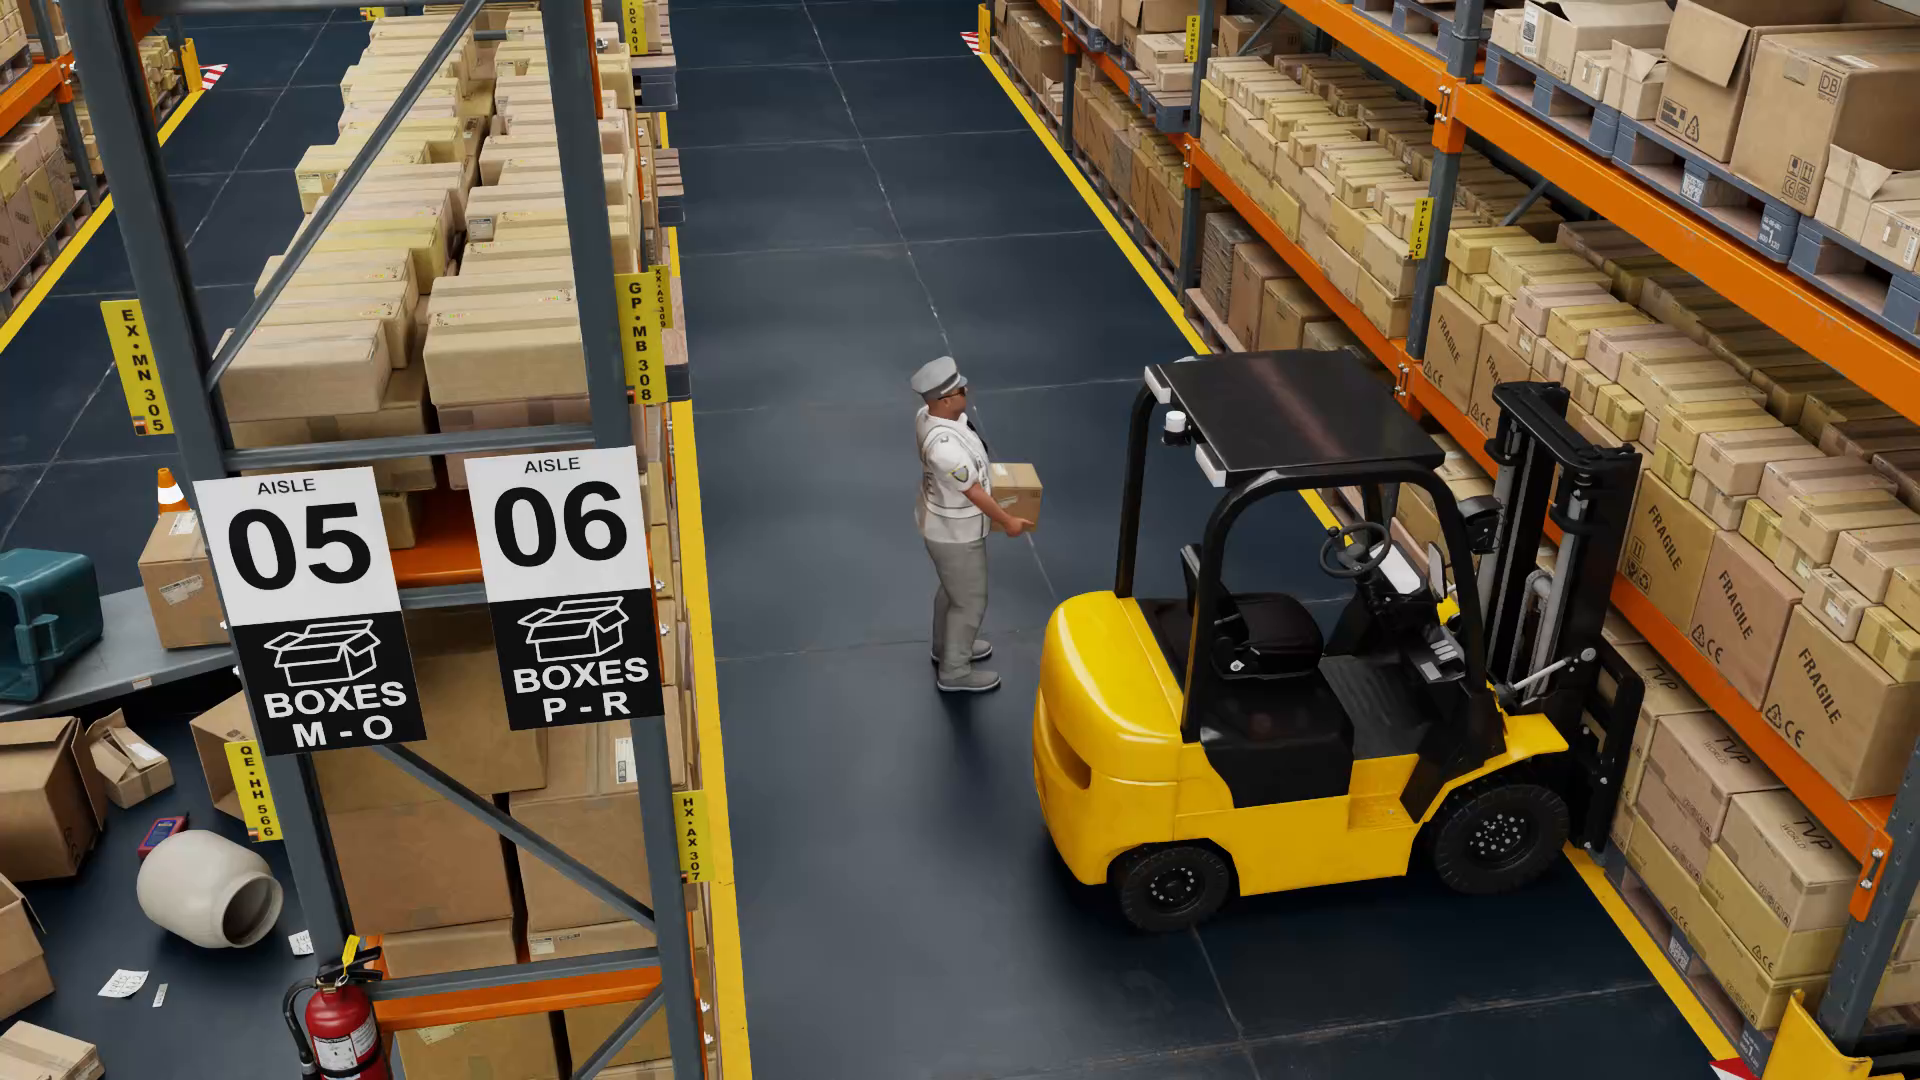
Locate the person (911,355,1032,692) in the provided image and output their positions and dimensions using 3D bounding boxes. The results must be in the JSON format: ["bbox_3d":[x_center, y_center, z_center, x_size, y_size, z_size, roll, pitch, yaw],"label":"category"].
[{"bbox_3d":[0.051,-0.095,8.264,0.564,1.775,0.499,-5,31,-9],"label":"person"}]
